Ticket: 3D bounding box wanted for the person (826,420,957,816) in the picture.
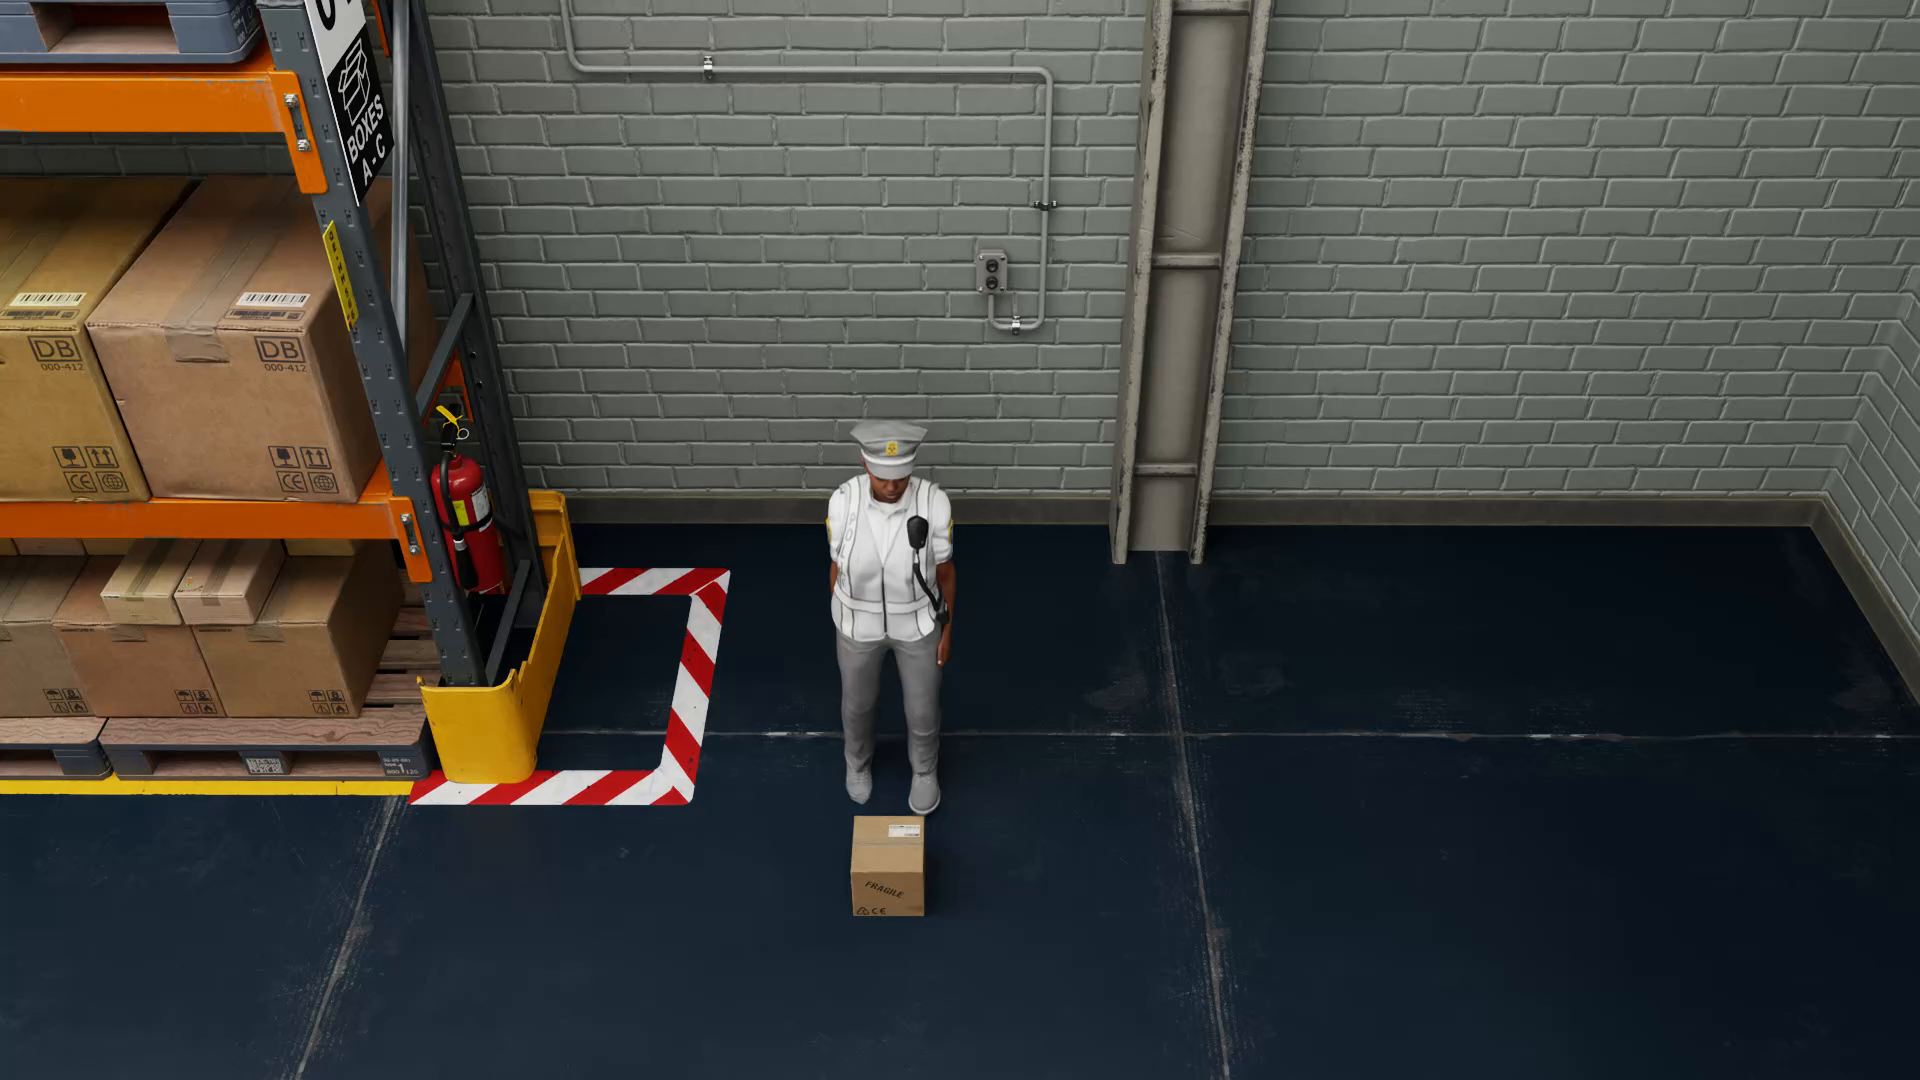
[{"bbox_3d":[-5.353,3.356,2.028,10.475,1.882,10.277,1,40,1],"label":"person"}]
